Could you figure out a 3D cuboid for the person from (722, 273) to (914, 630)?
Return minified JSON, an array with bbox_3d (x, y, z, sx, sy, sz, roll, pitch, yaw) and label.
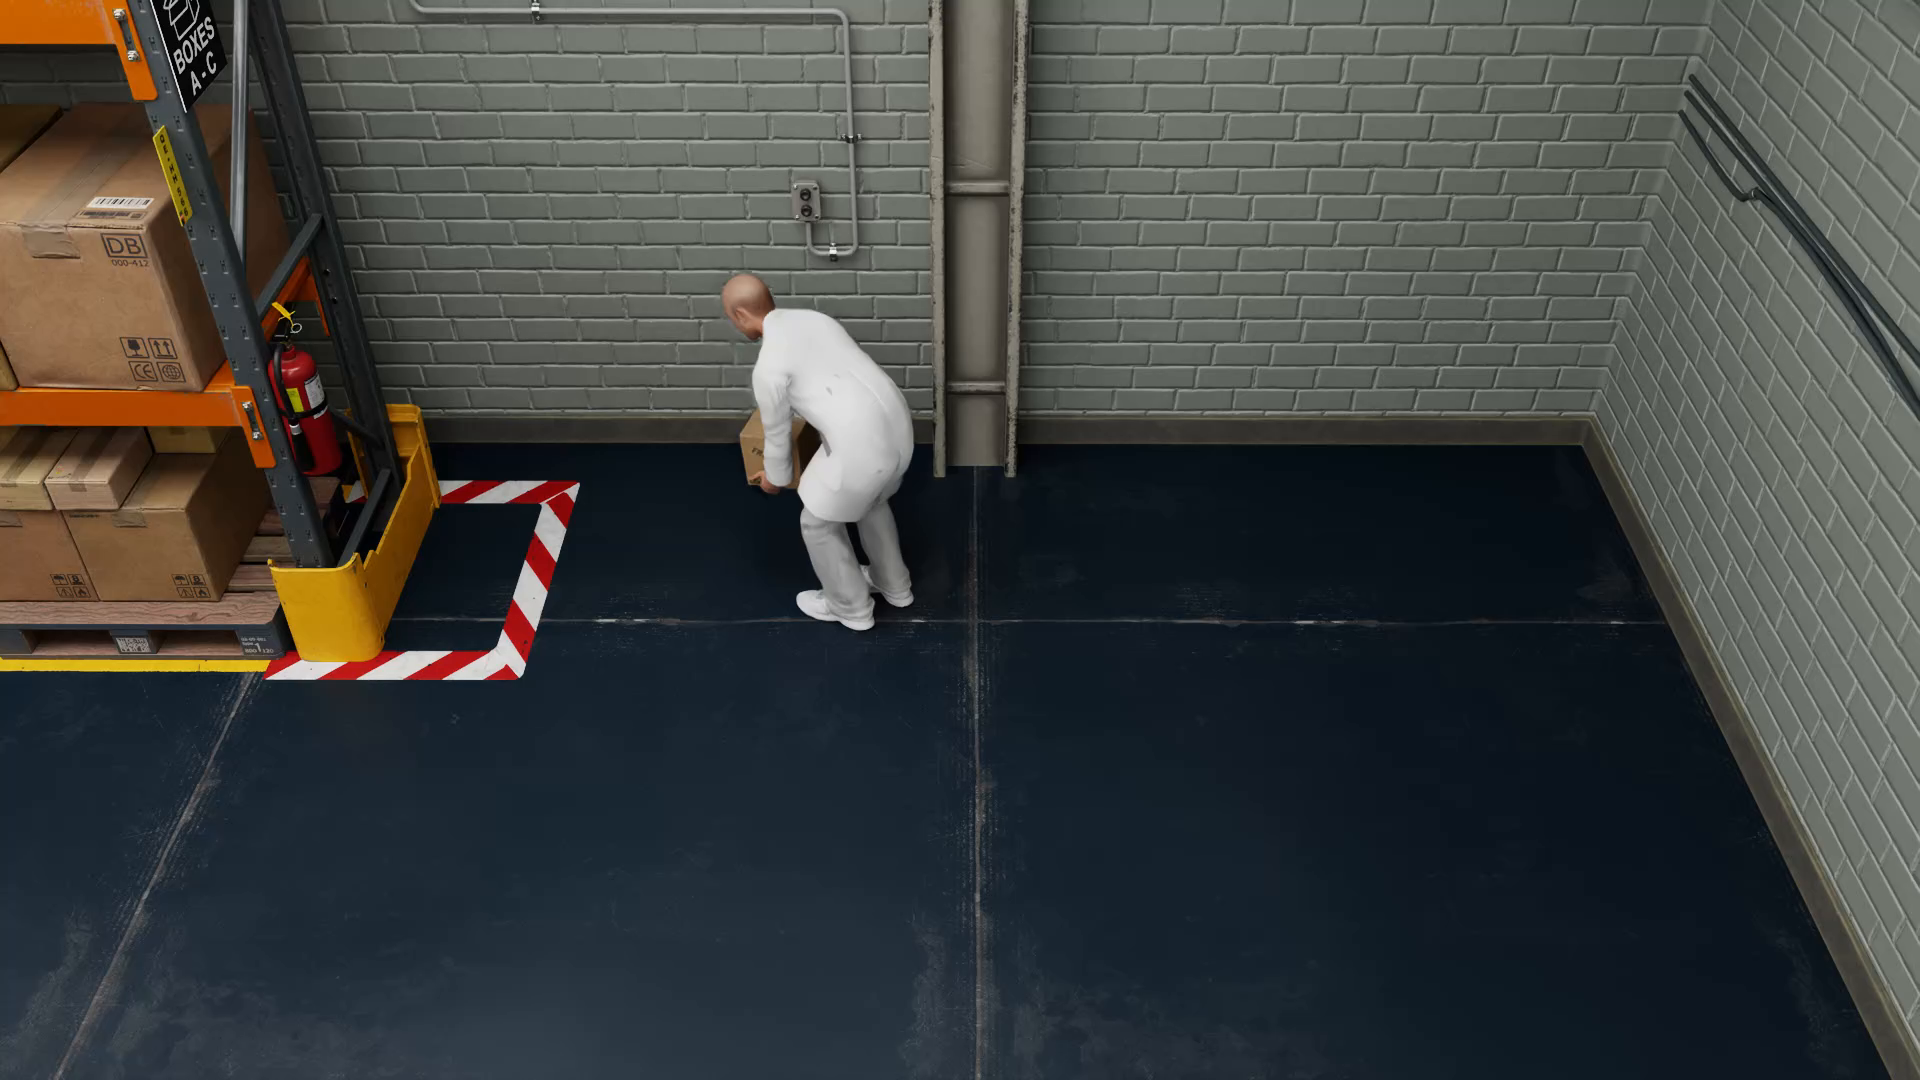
[{"bbox_3d":[-0.568,-0.353,6.820,0.806,1.508,0.547,21,44,24],"label":"person"}]
